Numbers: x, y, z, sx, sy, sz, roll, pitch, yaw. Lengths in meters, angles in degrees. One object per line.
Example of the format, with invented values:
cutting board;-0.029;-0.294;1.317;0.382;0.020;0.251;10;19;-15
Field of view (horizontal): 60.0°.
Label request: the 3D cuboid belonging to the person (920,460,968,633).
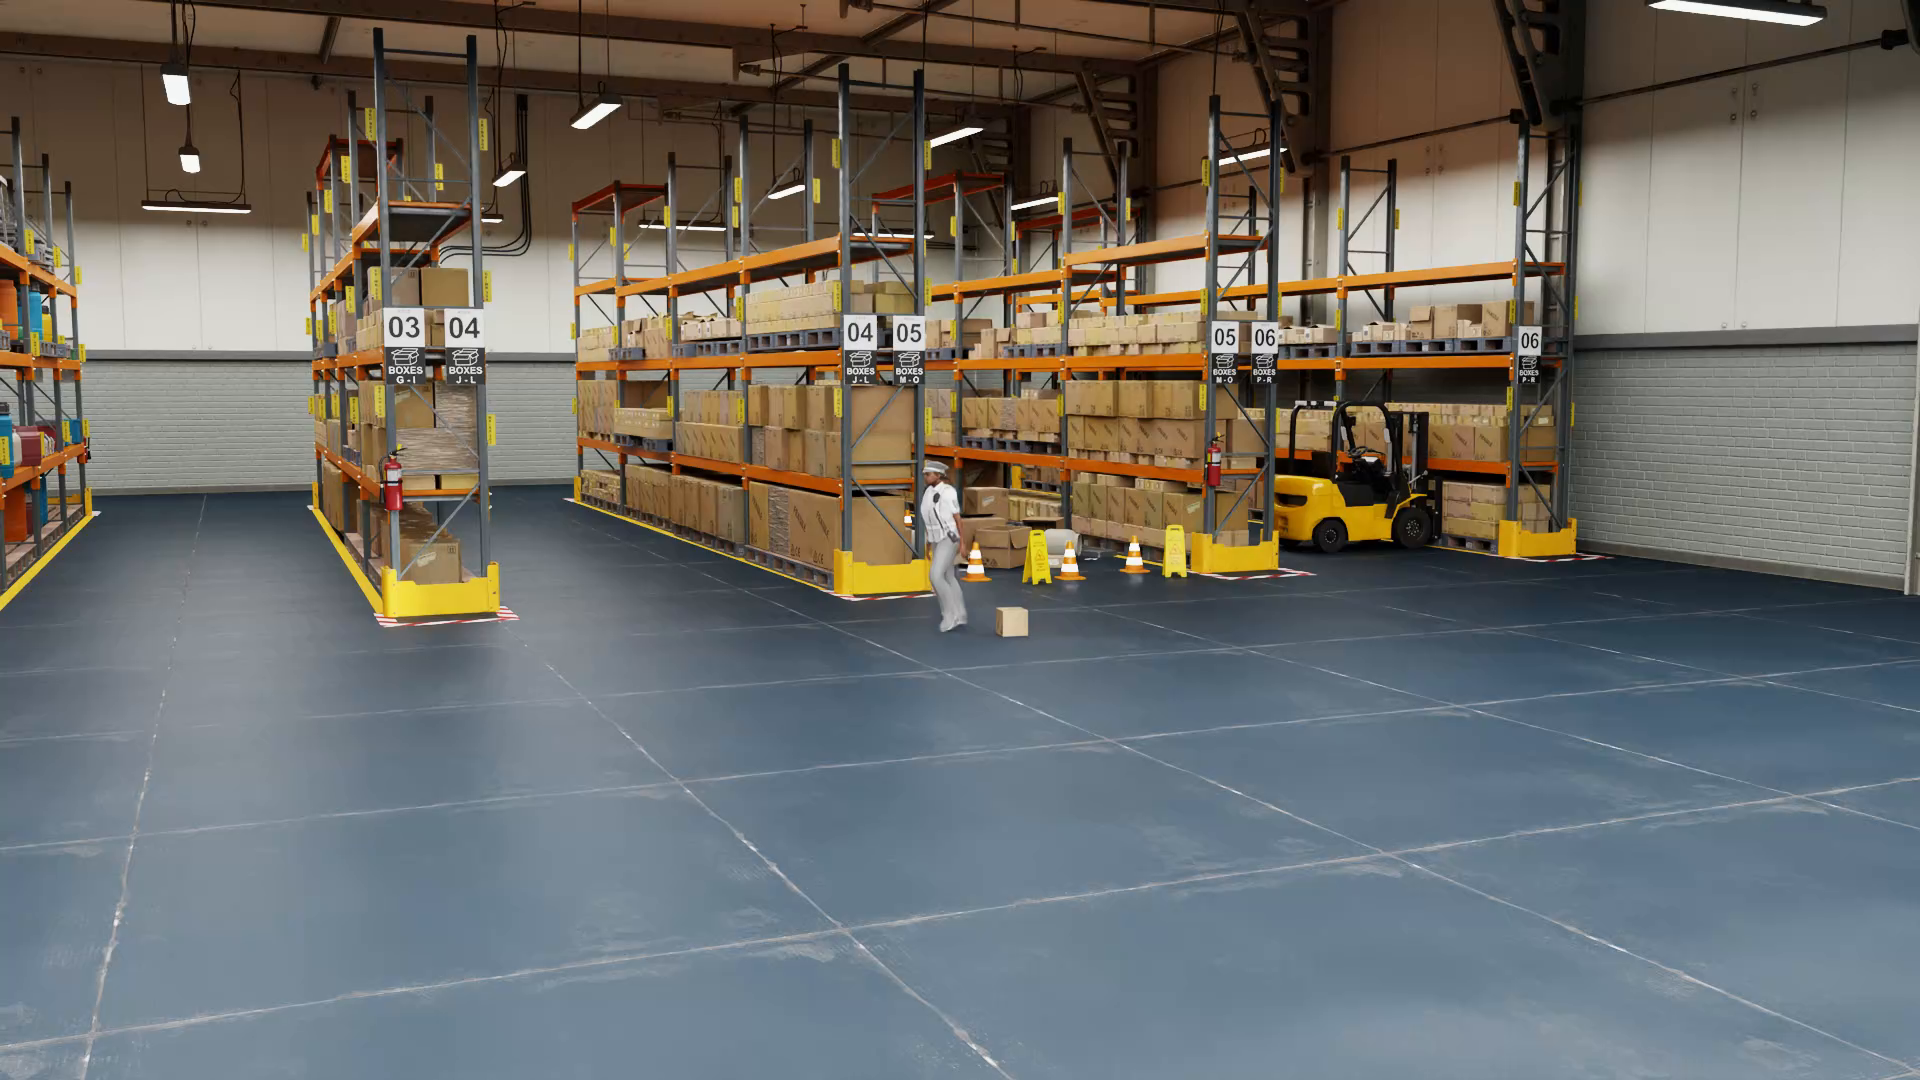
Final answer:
person;-0.152;0.044;16.434;0.517;1.687;0.484;-3;6;-32
